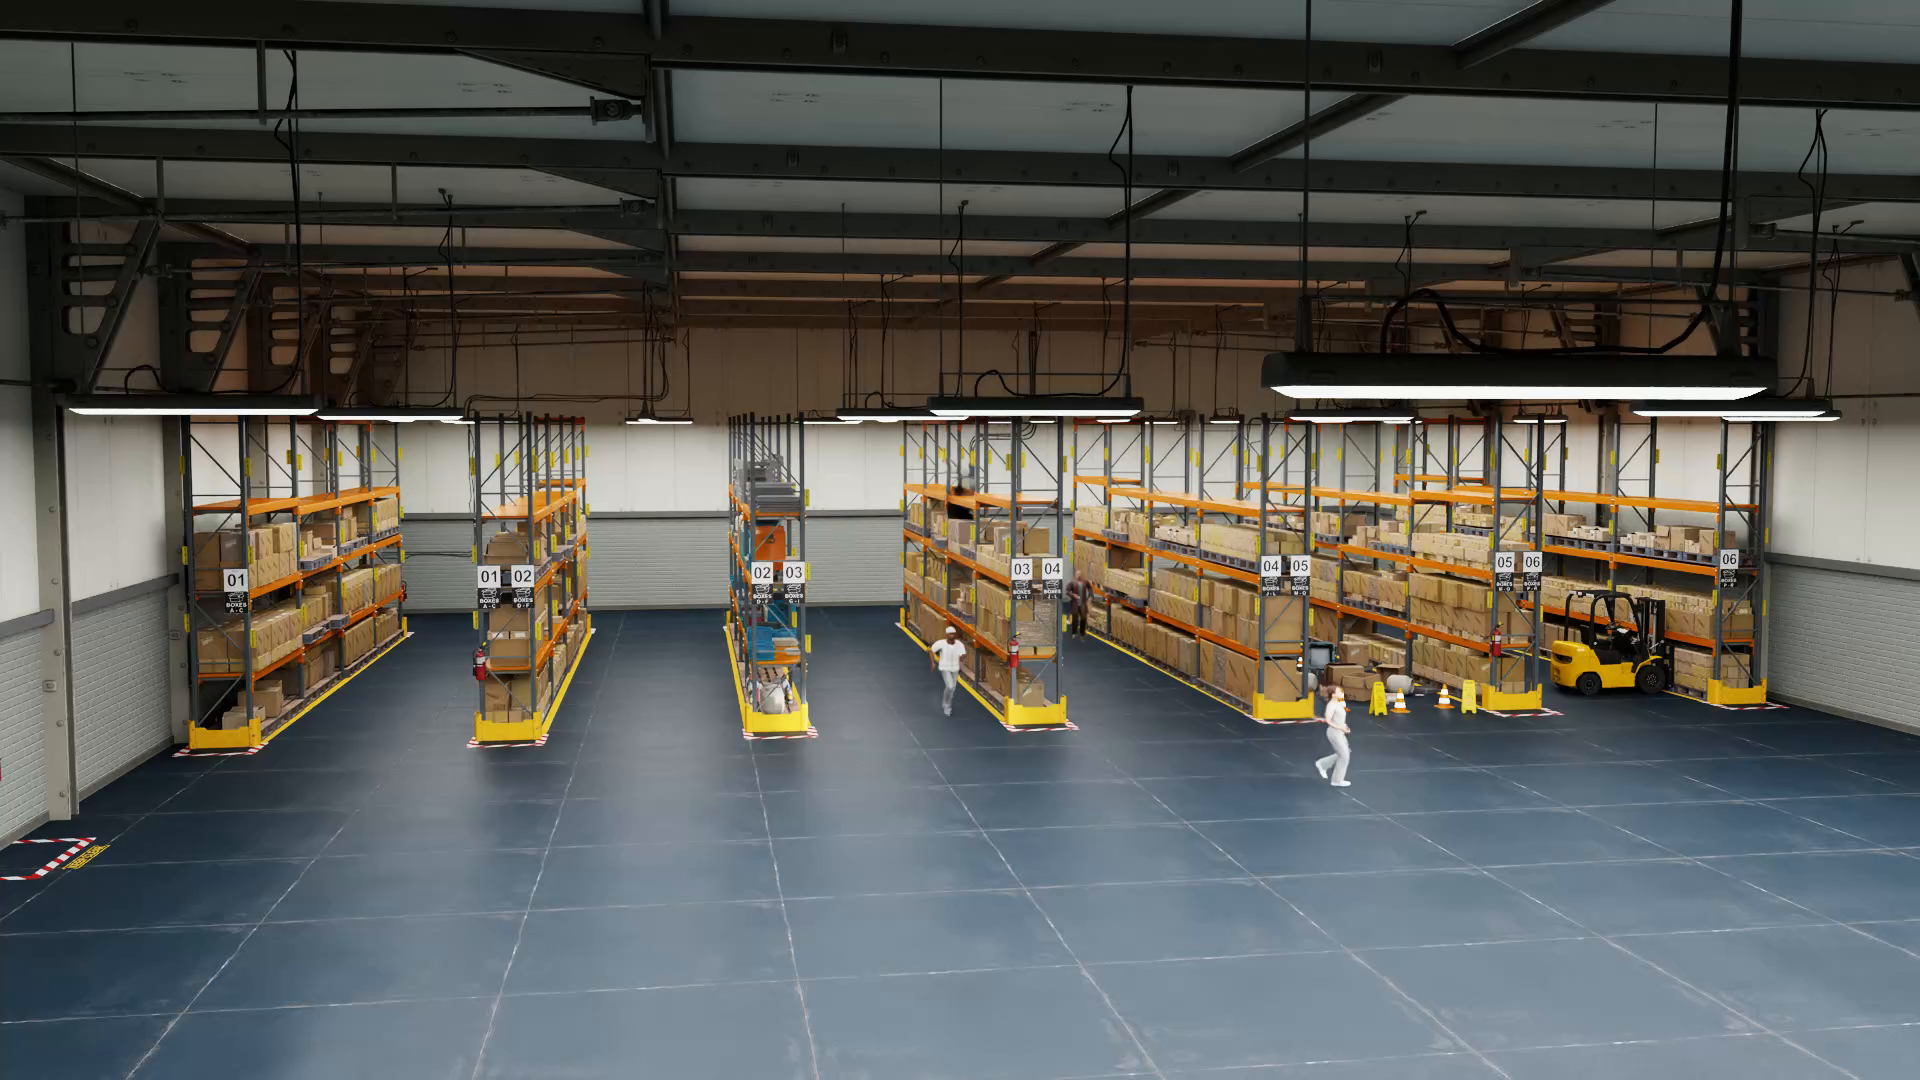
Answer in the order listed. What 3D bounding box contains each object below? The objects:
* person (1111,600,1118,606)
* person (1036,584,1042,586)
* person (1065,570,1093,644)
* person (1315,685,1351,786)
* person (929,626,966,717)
[{"bbox_3d":[4.602,1.580,49.648,0.552,1.527,0.542,4,5,43],"label":"person"},{"bbox_3d":[2.128,1.606,48.567,0.680,1.607,0.642,4,5,43],"label":"person"},{"bbox_3d":[3.053,1.810,42.441,0.740,1.681,0.770,0,4,-7],"label":"person"},{"bbox_3d":[5.975,3.107,26.493,0.538,1.617,0.562,2,4,25],"label":"person"},{"bbox_3d":[-0.203,2.603,33.000,0.669,1.786,0.809,-2,4,-25],"label":"person"}]
